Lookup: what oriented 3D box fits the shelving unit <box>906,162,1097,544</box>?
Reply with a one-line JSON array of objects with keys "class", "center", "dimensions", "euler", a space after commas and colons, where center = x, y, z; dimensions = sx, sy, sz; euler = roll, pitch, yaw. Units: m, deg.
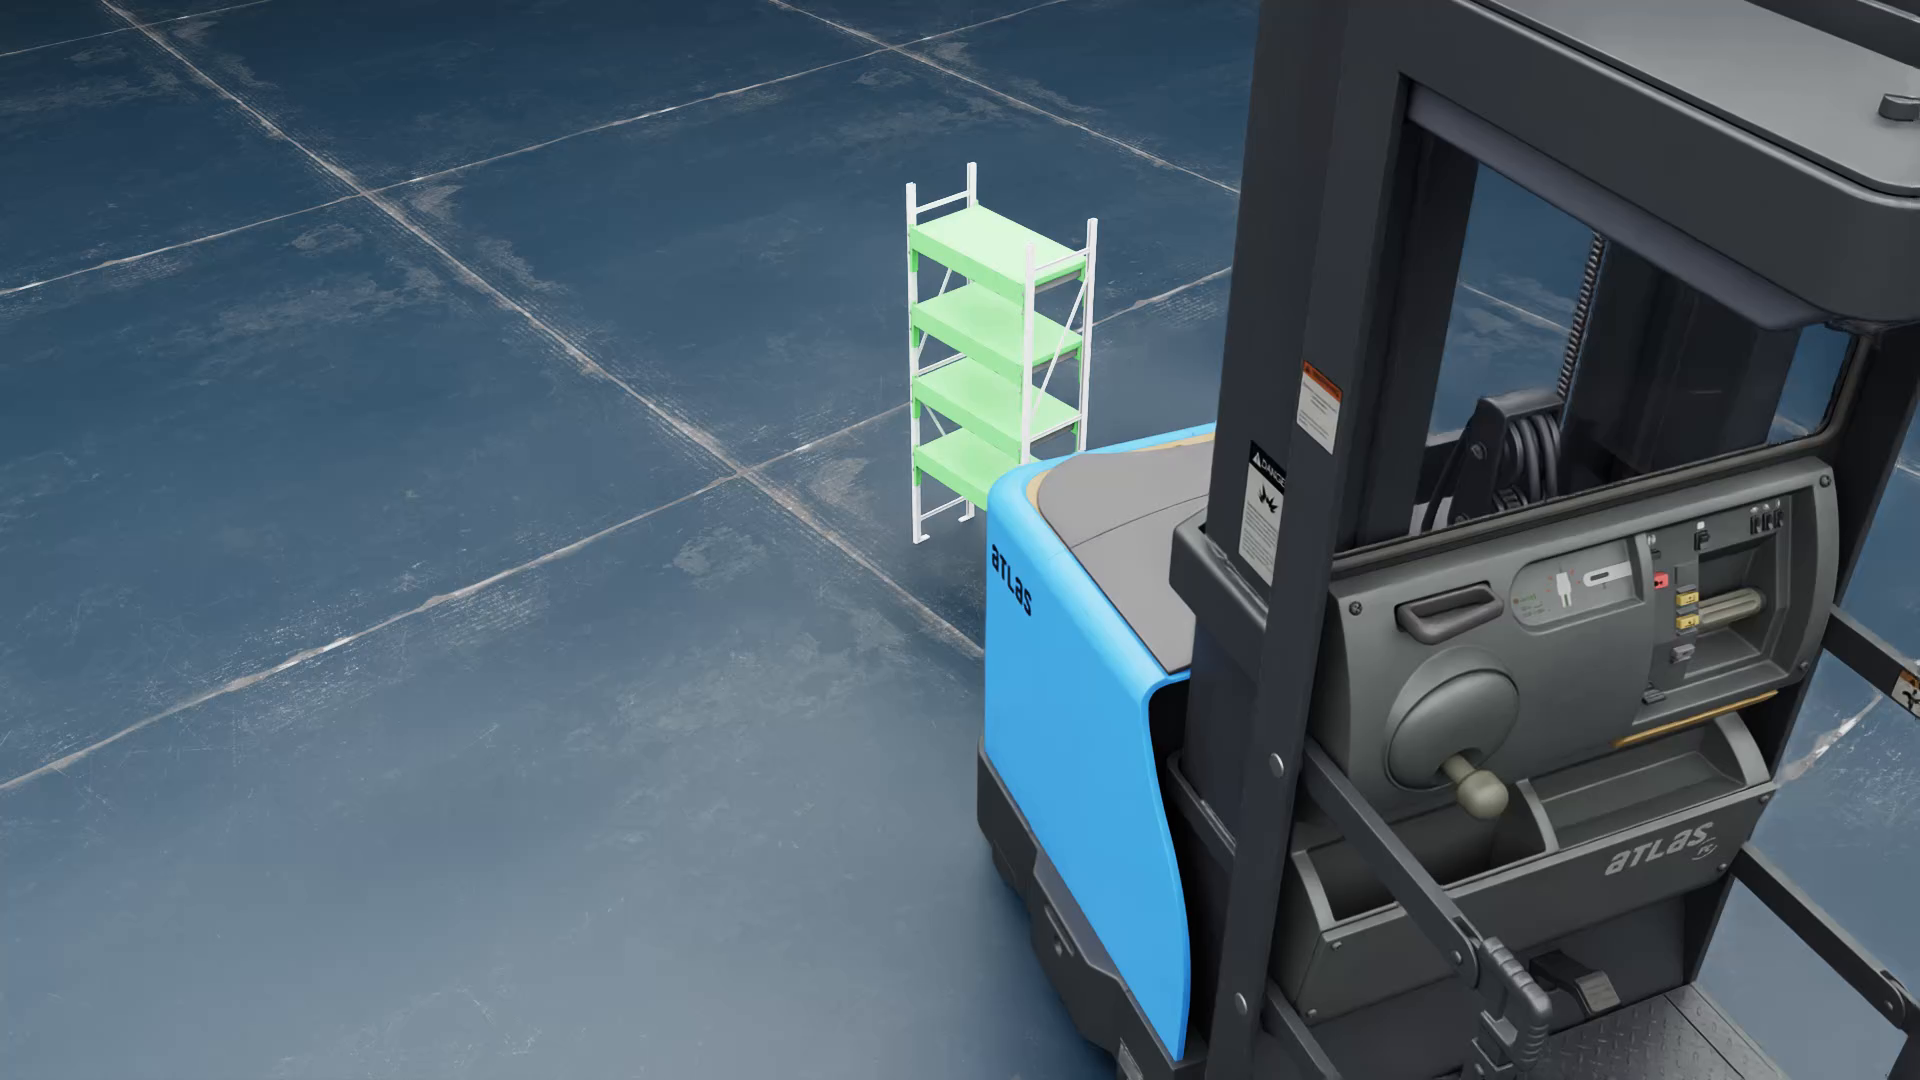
[{"class": "shelving unit", "center": [0.107, -0.417, 4.800], "dimensions": [0.258, 1.200, 0.503], "euler": [-26, 43, -32]}]

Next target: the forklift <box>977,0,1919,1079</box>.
[{"class": "forklift", "center": [1.068, 0.215, 2.411], "dimensions": [1.130, 2.935, 3.031], "euler": [-13, 37, -18]}]

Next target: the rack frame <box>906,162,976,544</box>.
[{"class": "rack frame", "center": [-0.051, -0.524, 4.952], "dimensions": [0.240, 1.200, 0.015], "euler": [-26, 43, -32]}]

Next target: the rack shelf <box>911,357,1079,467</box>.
[{"class": "rack shelf", "center": [0.107, -0.364, 4.837], "dimensions": [0.258, 0.148, 0.480], "euler": [-26, 43, -32]}]

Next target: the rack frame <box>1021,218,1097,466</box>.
[{"class": "rack frame", "center": [0.264, -0.309, 4.648], "dimensions": [0.240, 1.200, 0.015], "euler": [-26, 43, -32]}]

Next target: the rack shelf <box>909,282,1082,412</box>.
[{"class": "rack shelf", "center": [0.107, -0.560, 4.698], "dimensions": [0.258, 0.148, 0.480], "euler": [-26, 43, -32]}]

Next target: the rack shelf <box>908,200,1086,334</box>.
[{"class": "rack shelf", "center": [0.107, -0.756, 4.560], "dimensions": [0.258, 0.148, 0.480], "euler": [-26, 43, -32]}]

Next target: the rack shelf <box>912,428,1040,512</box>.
[{"class": "rack shelf", "center": [0.107, -0.169, 4.976], "dimensions": [0.258, 0.148, 0.480], "euler": [-26, 43, -32]}]
